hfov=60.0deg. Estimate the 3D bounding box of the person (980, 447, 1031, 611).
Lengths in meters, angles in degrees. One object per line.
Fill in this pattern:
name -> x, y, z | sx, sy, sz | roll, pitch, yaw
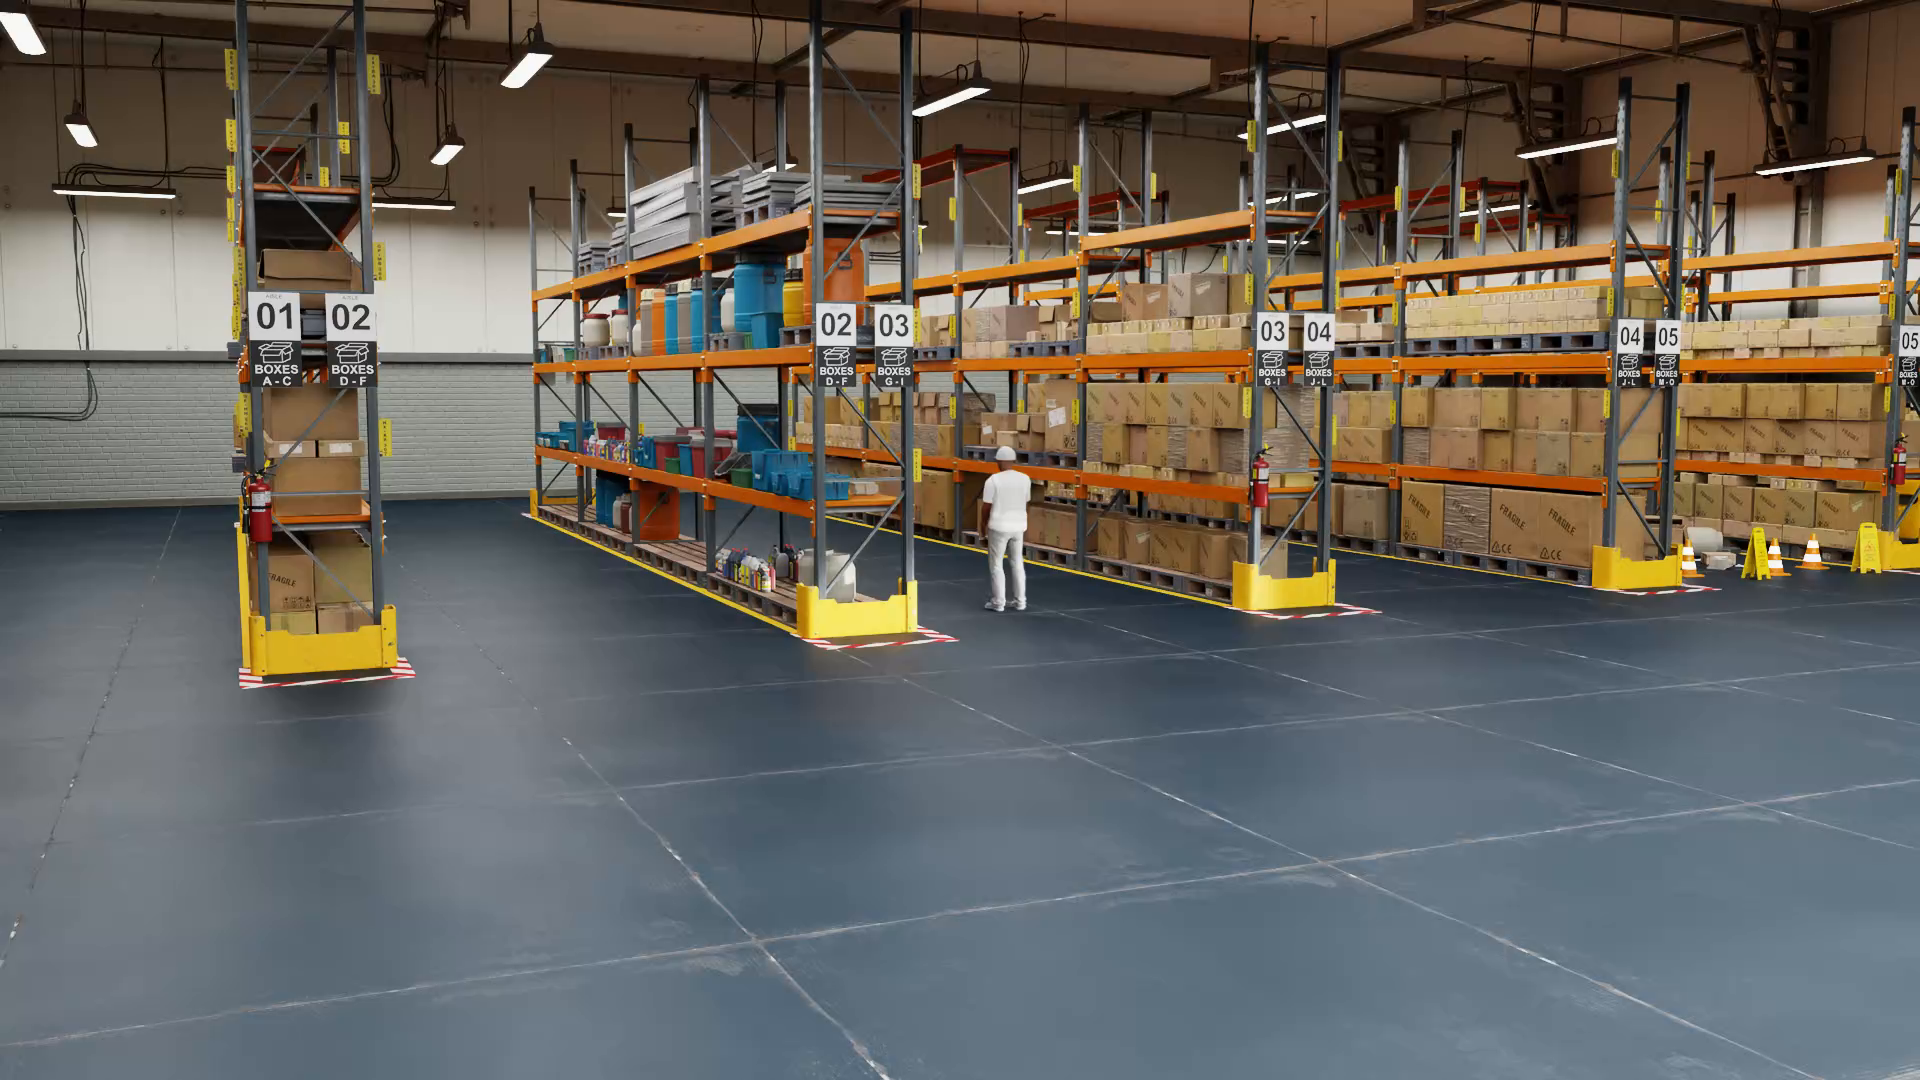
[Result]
person -> 0.475, -0.127, 17.993 | 0.562, 1.768, 0.509 | -2, 6, -24
